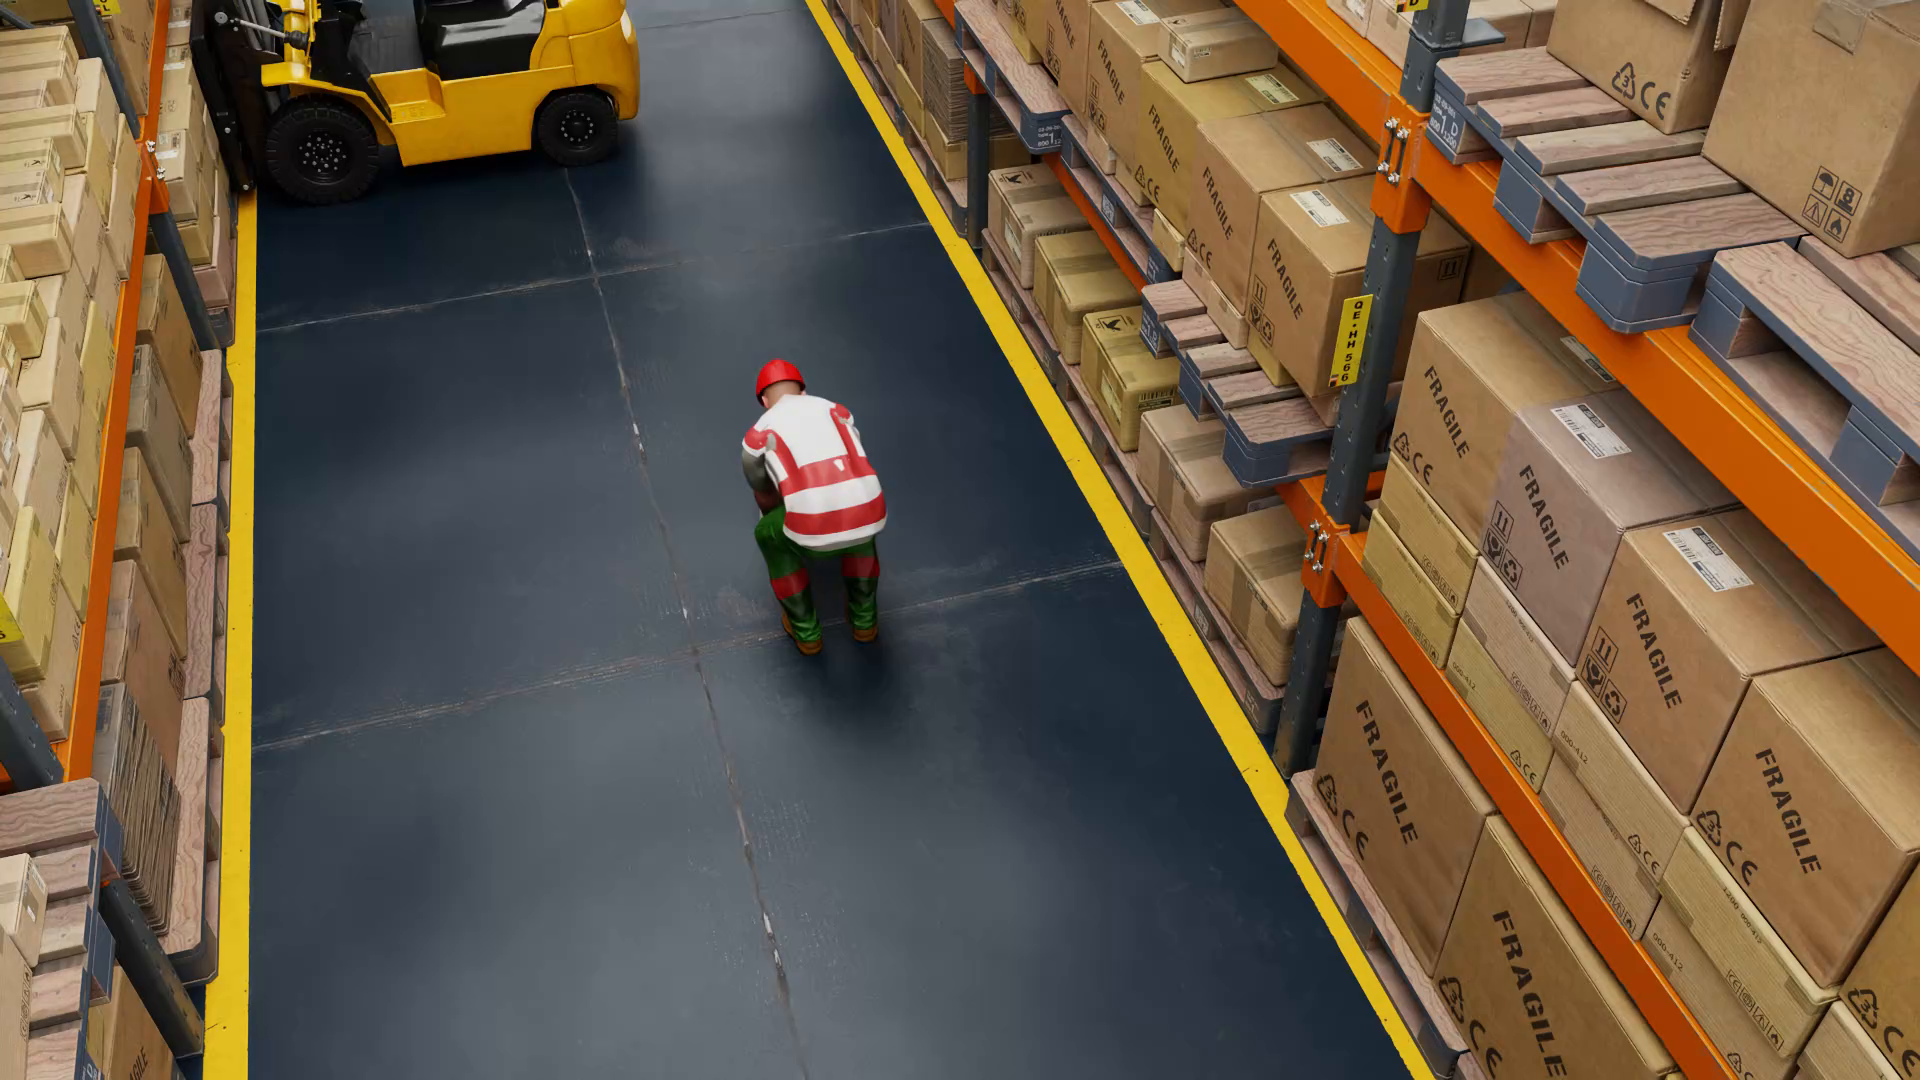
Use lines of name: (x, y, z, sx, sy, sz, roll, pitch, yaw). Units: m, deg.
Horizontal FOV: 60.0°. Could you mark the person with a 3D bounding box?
person: (-0.605, -0.113, 6.849, 0.533, 1.011, 0.958, -14, 44, -15)
